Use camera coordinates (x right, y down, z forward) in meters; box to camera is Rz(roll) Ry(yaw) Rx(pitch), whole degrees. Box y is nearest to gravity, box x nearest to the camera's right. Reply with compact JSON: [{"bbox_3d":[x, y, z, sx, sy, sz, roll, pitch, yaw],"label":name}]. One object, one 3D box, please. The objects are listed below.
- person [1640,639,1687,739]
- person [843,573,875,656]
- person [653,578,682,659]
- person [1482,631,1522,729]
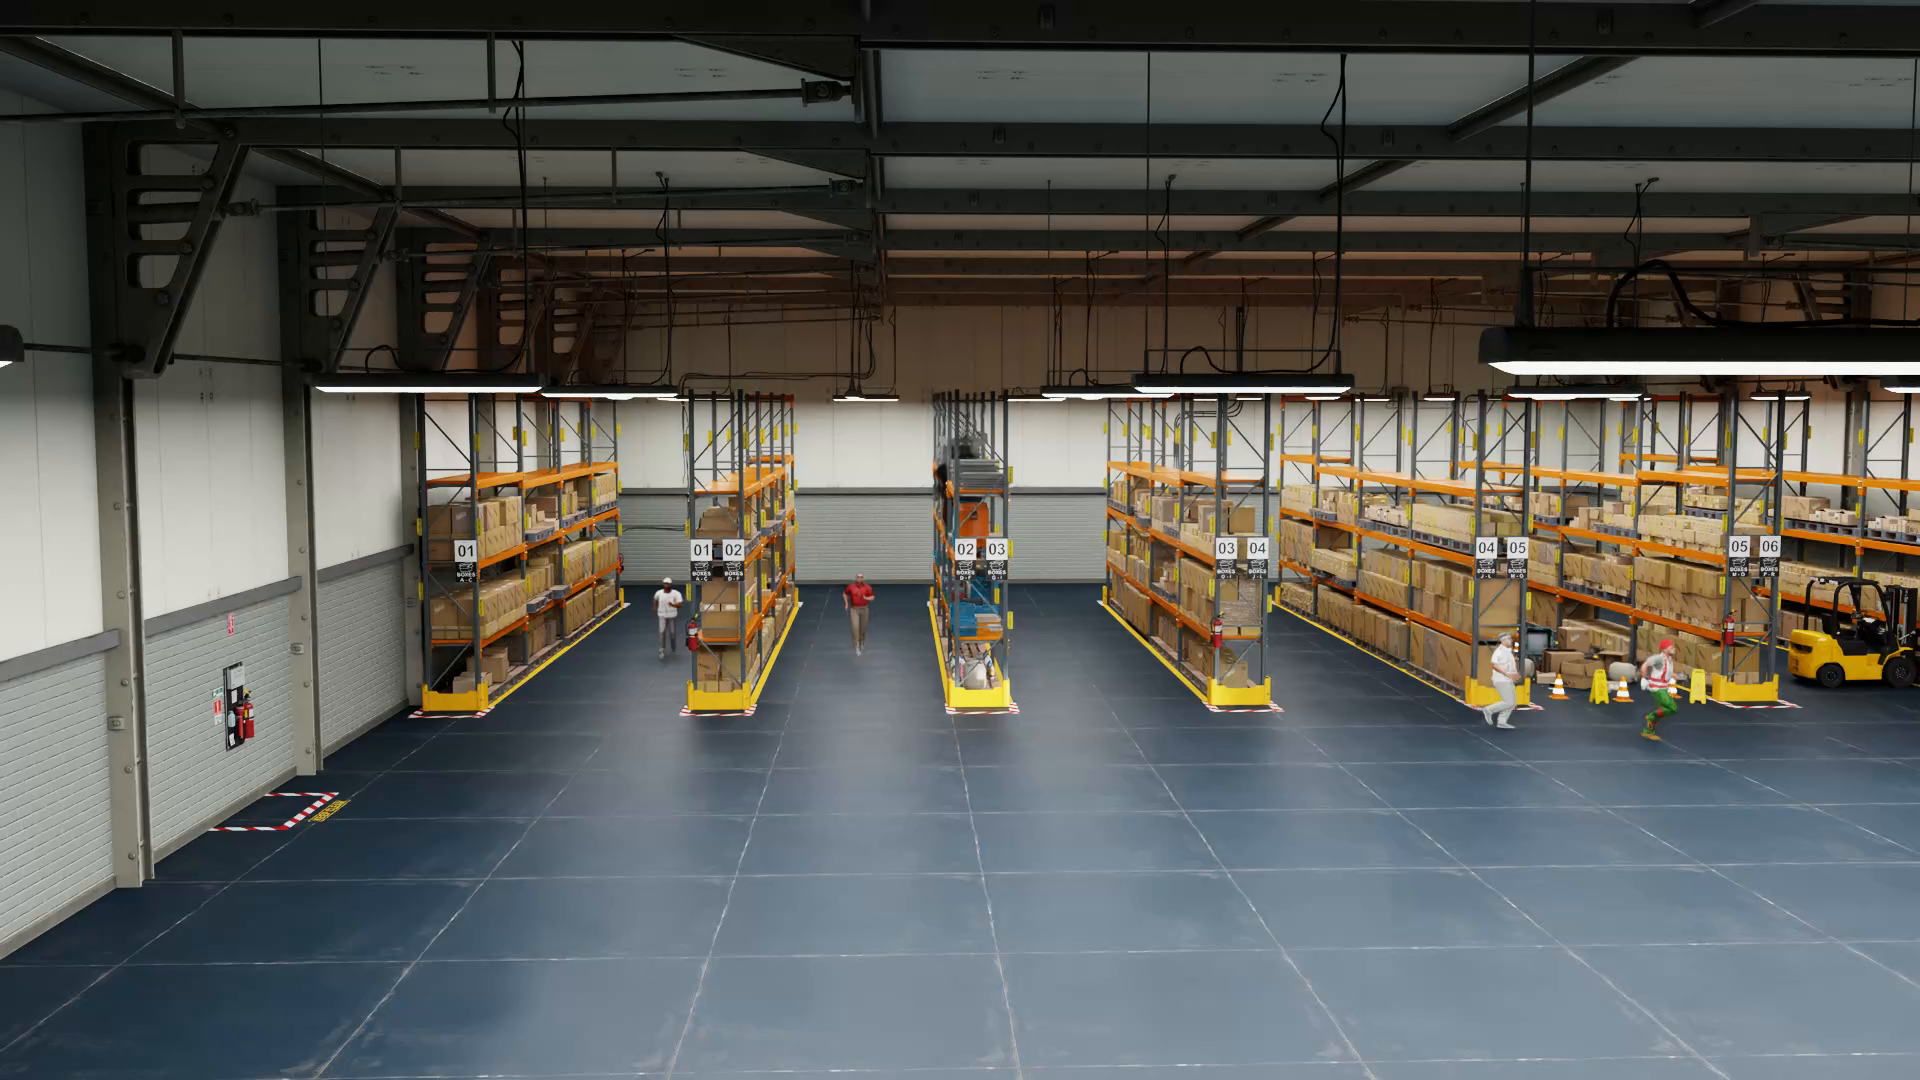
[{"bbox_3d":[11.964,2.549,28.255,0.681,1.726,0.709,4,6,44],"label":"person"},{"bbox_3d":[-2.185,1.593,36.264,0.656,1.758,0.868,-1,5,-11],"label":"person"},{"bbox_3d":[-6.628,1.739,37.685,0.692,1.781,0.922,0,5,-3],"label":"person"},{"bbox_3d":[9.569,2.460,29.349,0.595,1.737,0.648,3,5,31],"label":"person"}]
